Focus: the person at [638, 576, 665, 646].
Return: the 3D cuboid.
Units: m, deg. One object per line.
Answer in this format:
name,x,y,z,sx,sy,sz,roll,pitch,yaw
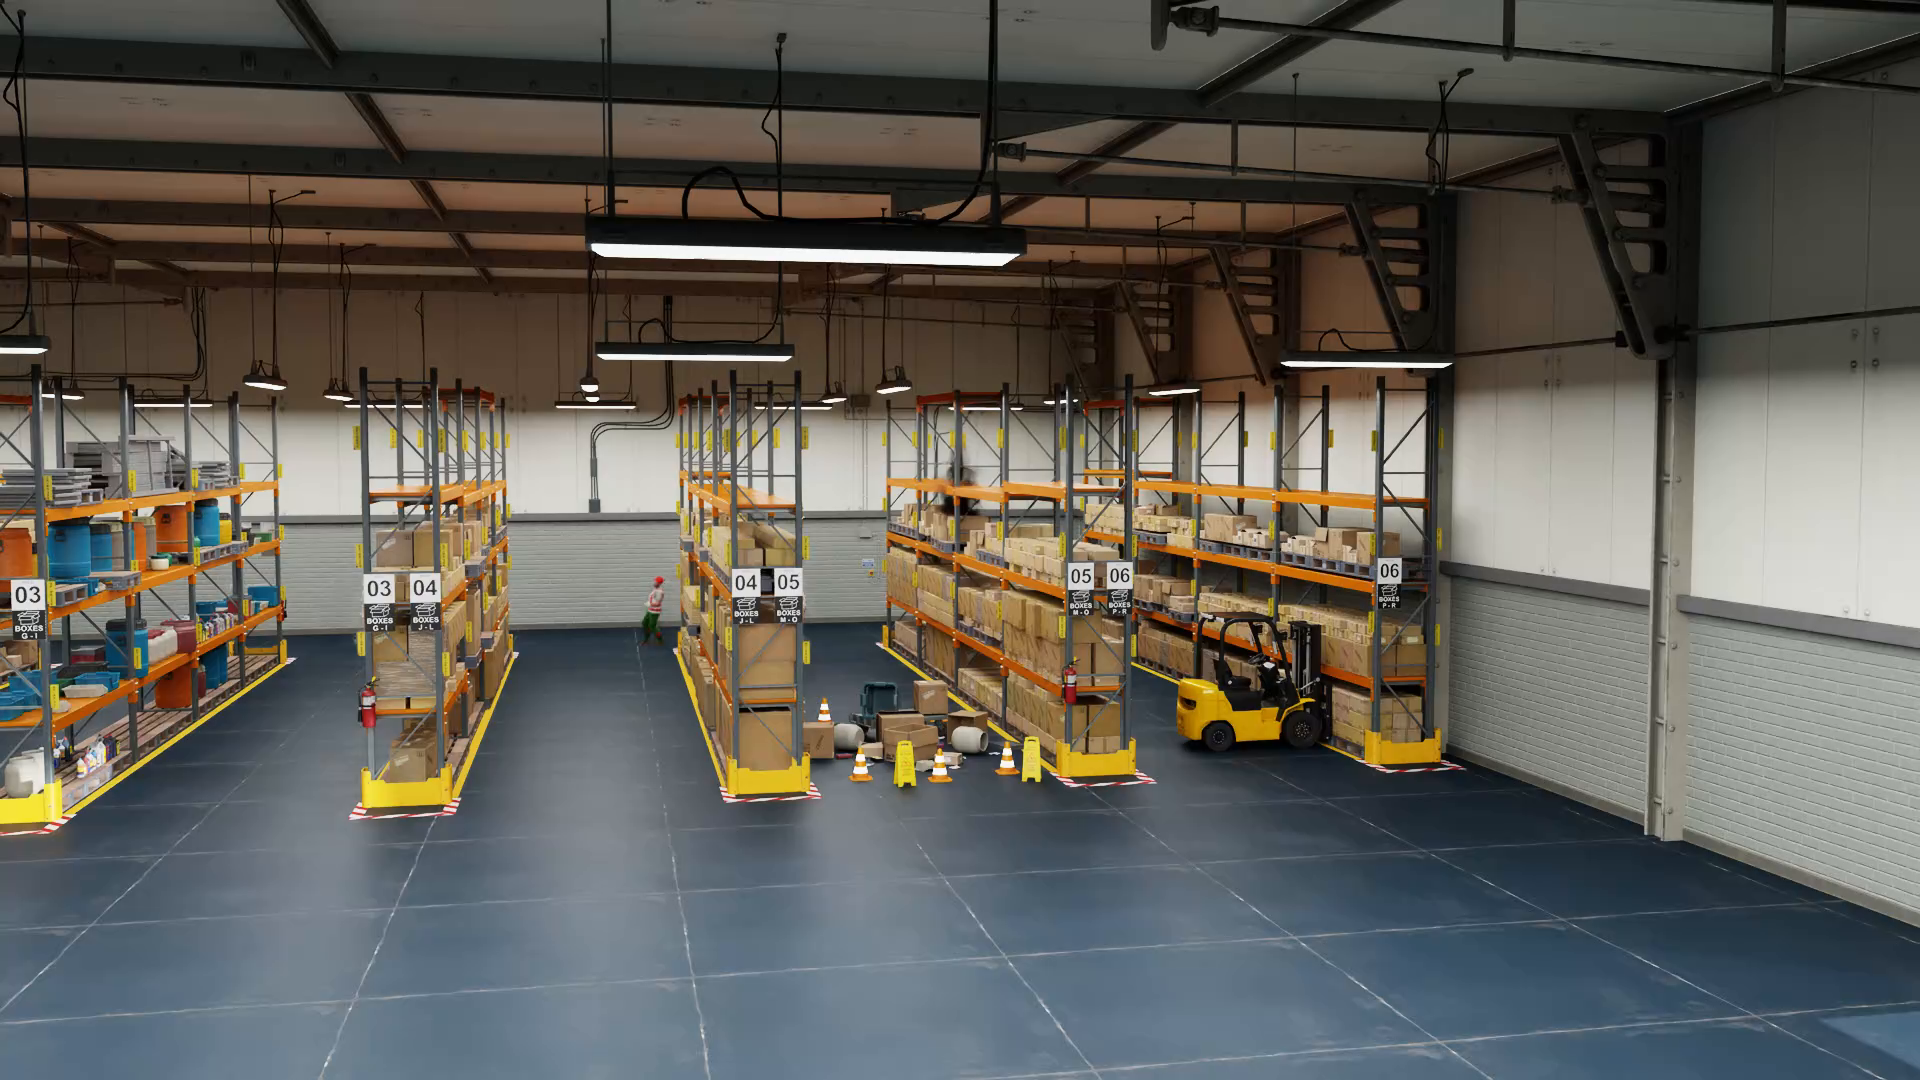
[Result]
person,-7.475,1.746,40.313,0.635,1.760,0.791,-1,3,-13
